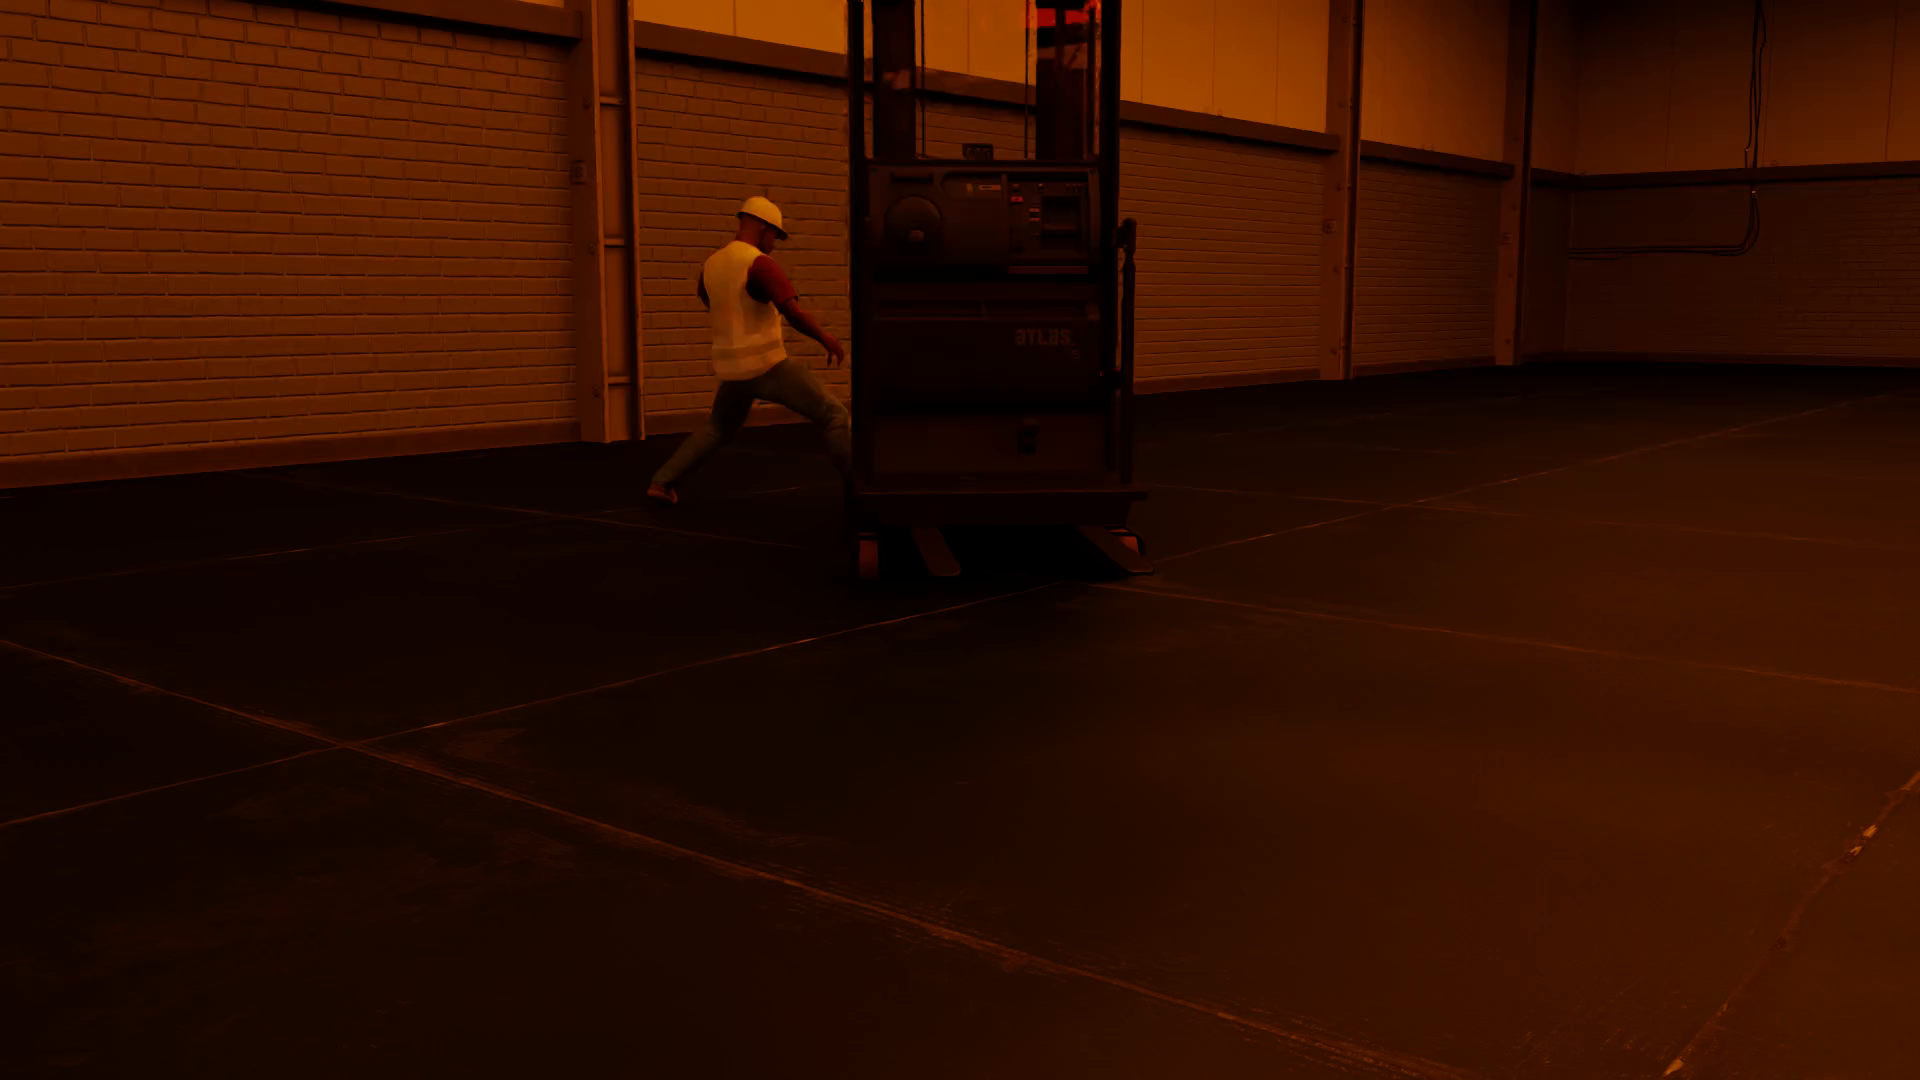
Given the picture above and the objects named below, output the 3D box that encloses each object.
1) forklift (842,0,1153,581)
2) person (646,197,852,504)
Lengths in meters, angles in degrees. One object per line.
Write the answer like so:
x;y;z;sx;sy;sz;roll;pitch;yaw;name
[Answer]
0.121;-1.343;6.459;1.130;2.935;3.031;-1;8;-5;forklift
-0.974;-0.942;8.469;1.003;1.572;1.123;-7;11;-40;person
